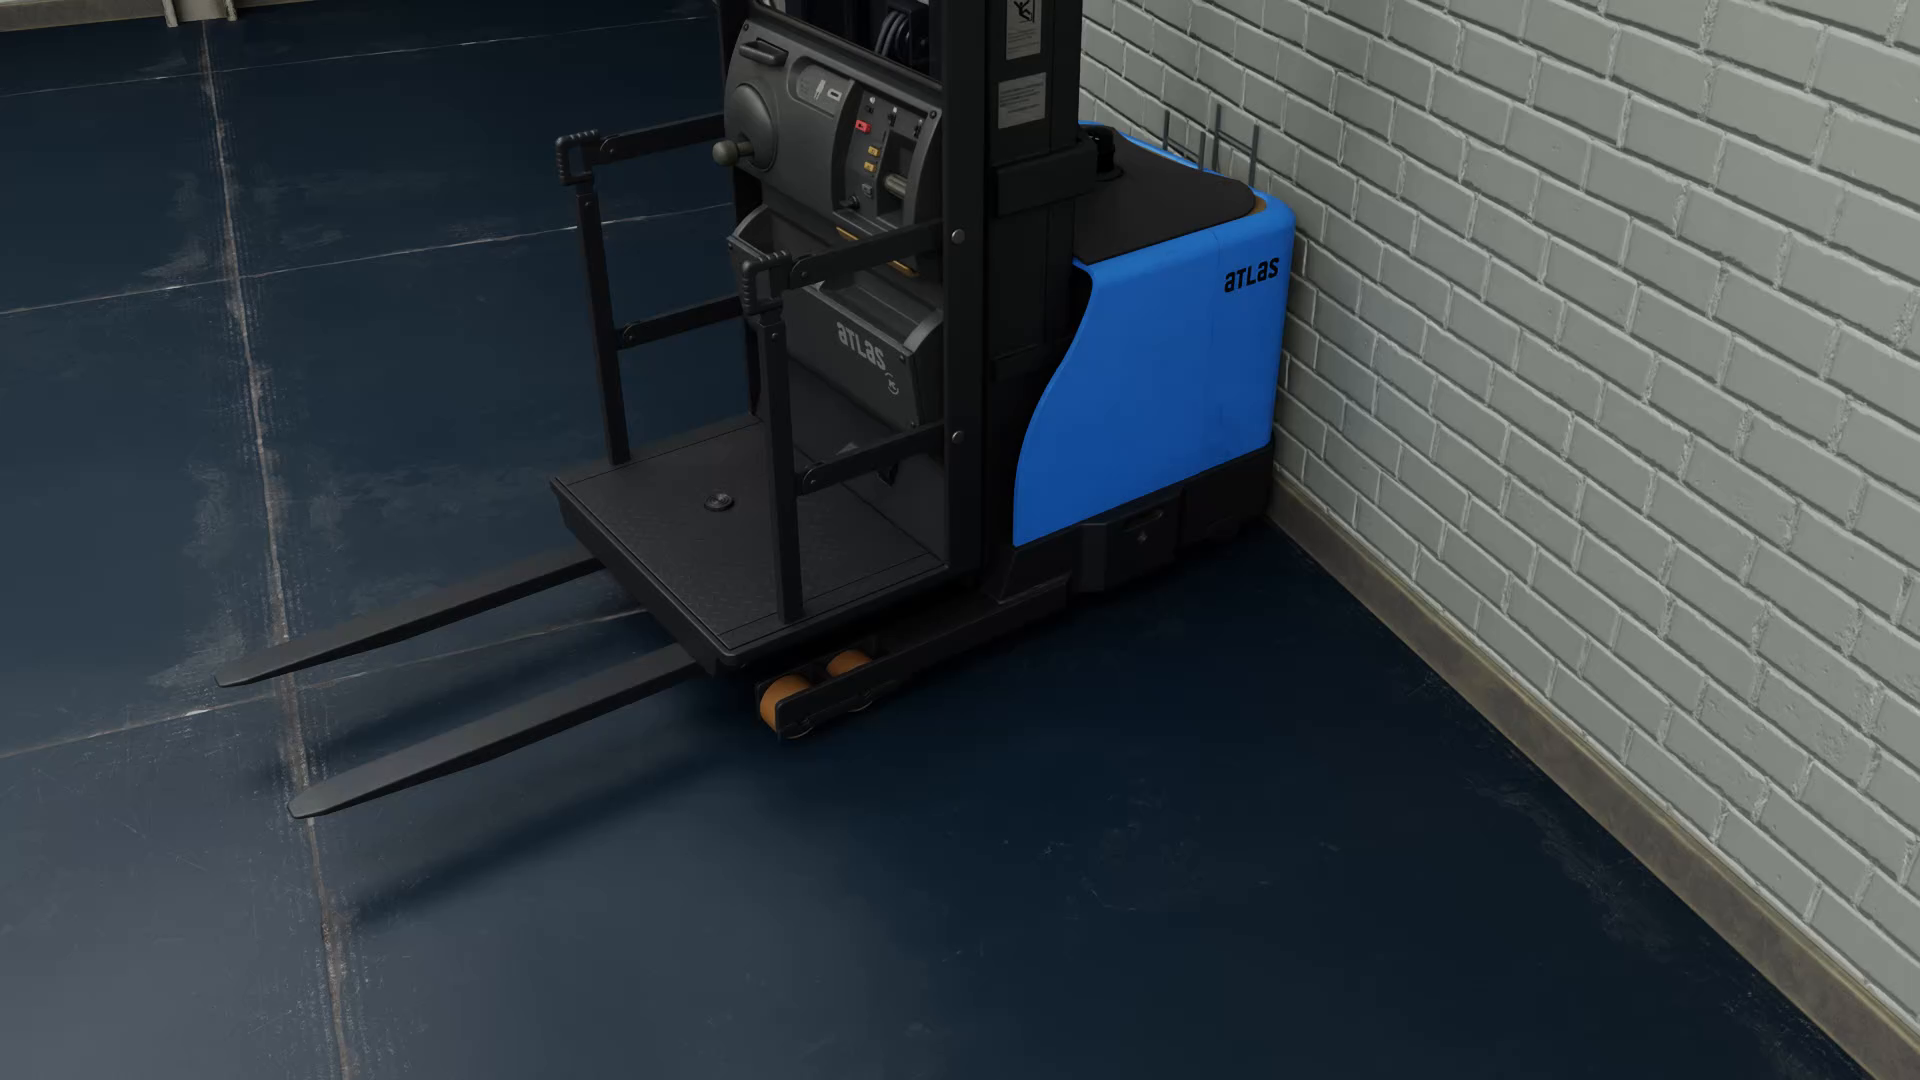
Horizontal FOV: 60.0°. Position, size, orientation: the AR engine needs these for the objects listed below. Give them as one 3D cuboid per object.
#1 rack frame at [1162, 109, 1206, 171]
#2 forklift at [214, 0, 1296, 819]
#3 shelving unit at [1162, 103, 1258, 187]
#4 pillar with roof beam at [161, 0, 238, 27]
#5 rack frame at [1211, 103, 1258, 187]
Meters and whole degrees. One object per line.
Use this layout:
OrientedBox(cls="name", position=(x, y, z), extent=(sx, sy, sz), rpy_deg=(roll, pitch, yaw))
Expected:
OrientedBox(cls="rack frame", position=(0.675, -0.755, 5.334), extent=(0.006, 1.200, 0.240), rpy_deg=(-12, 34, -19))
OrientedBox(cls="forklift", position=(-0.510, -1.028, 4.142), extent=(3.031, 2.935, 1.130), rpy_deg=(-21, 39, -29))
OrientedBox(cls="shelving unit", position=(0.759, -0.774, 5.364), extent=(0.189, 1.200, 0.258), rpy_deg=(-12, 34, -19))
OrientedBox(cls="pillar with roof beam", position=(-2.964, -4.804, 4.382), extent=(0.400, 9.000, 9.100), rpy_deg=(-13, 35, -19))
OrientedBox(cls="rack frame", position=(0.844, -0.792, 5.394), extent=(0.006, 1.200, 0.240), rpy_deg=(-12, 34, -19))
